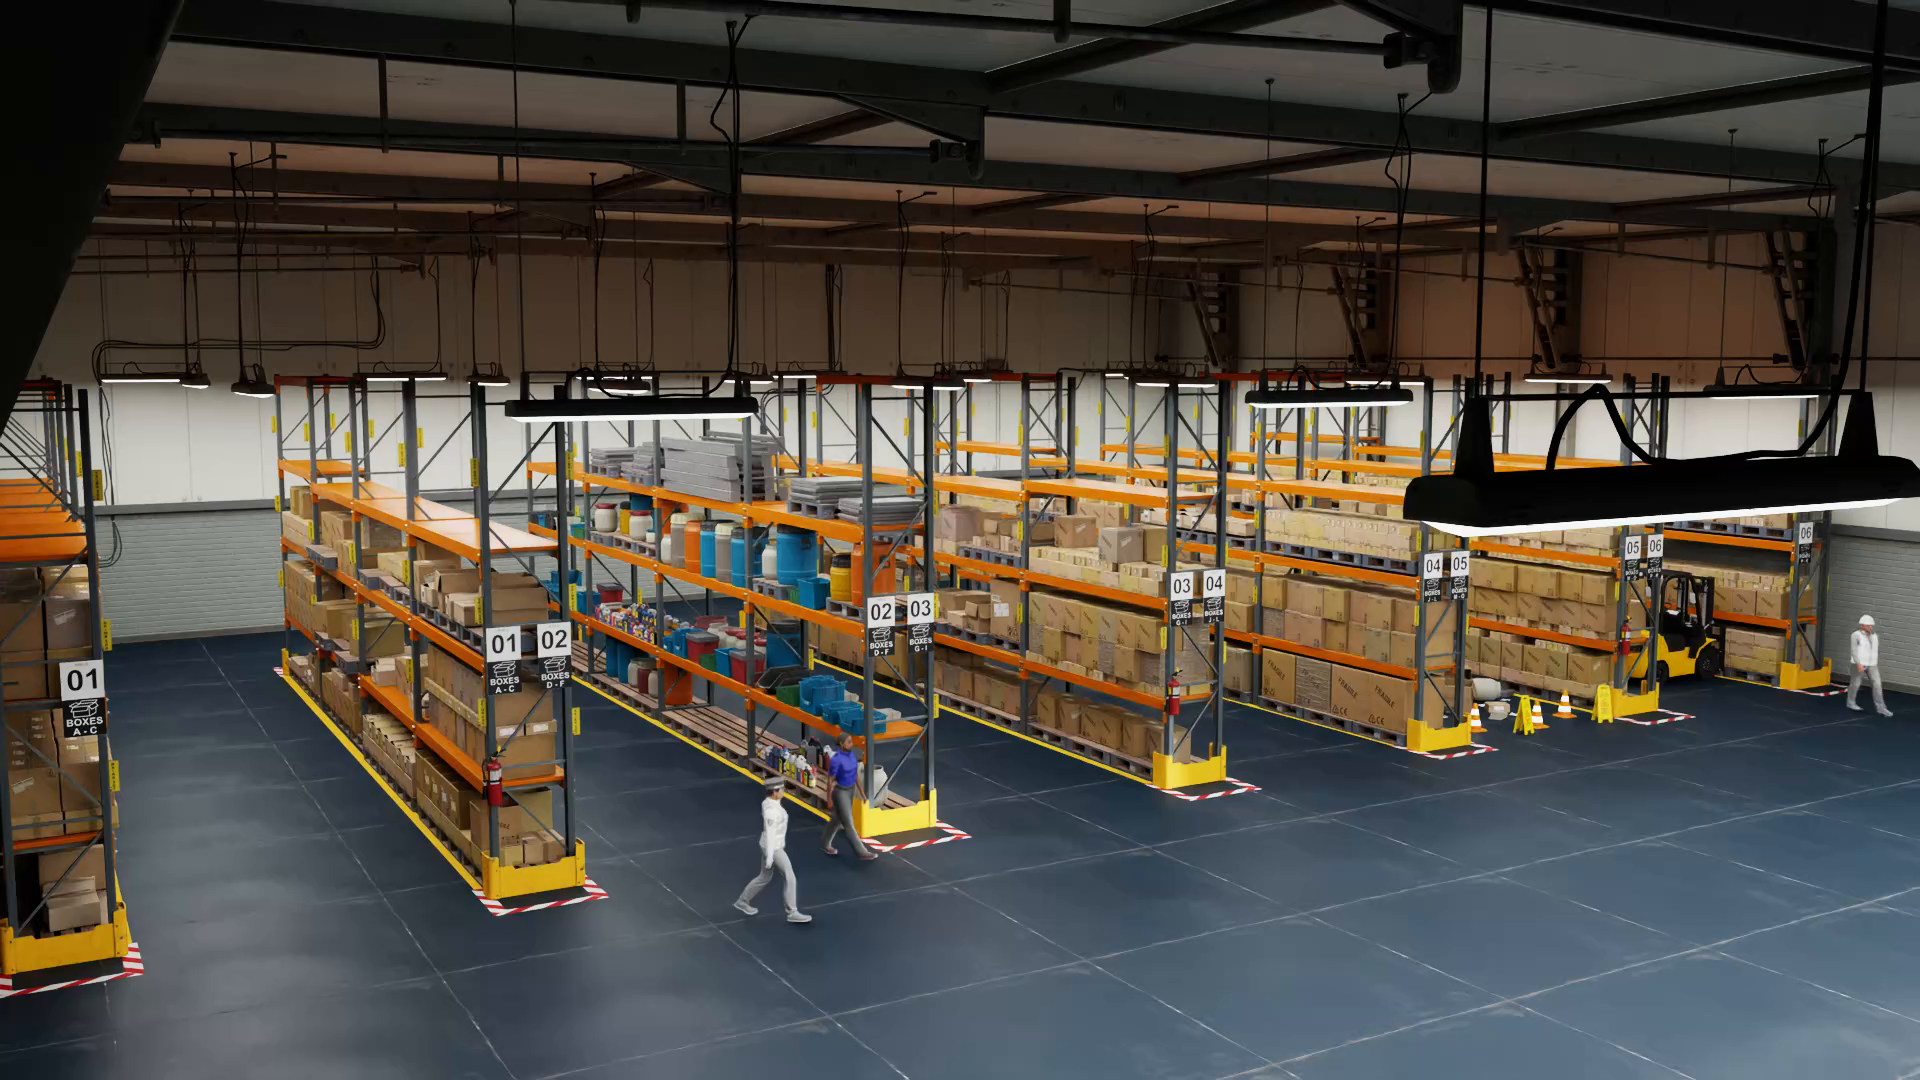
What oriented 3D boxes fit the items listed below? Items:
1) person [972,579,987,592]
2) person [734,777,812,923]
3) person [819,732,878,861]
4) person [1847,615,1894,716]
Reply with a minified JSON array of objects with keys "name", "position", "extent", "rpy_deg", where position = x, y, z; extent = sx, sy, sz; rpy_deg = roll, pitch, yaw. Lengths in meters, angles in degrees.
[{"name":"person","position":[0.486,0.737,43.526],"extent":[0.503,1.730,0.477],"rpy_deg":[5,8,38]},{"name":"person","position":[-2.120,3.471,18.735],"extent":[0.857,1.626,0.498],"rpy_deg":[-1,6,-9]},{"name":"person","position":[-1.387,3.220,20.972],"extent":[0.976,1.607,0.500],"rpy_deg":[3,7,25]},{"name":"person","position":[16.152,2.207,29.590],"extent":[0.576,1.735,0.886],"rpy_deg":[0,6,-2]}]
